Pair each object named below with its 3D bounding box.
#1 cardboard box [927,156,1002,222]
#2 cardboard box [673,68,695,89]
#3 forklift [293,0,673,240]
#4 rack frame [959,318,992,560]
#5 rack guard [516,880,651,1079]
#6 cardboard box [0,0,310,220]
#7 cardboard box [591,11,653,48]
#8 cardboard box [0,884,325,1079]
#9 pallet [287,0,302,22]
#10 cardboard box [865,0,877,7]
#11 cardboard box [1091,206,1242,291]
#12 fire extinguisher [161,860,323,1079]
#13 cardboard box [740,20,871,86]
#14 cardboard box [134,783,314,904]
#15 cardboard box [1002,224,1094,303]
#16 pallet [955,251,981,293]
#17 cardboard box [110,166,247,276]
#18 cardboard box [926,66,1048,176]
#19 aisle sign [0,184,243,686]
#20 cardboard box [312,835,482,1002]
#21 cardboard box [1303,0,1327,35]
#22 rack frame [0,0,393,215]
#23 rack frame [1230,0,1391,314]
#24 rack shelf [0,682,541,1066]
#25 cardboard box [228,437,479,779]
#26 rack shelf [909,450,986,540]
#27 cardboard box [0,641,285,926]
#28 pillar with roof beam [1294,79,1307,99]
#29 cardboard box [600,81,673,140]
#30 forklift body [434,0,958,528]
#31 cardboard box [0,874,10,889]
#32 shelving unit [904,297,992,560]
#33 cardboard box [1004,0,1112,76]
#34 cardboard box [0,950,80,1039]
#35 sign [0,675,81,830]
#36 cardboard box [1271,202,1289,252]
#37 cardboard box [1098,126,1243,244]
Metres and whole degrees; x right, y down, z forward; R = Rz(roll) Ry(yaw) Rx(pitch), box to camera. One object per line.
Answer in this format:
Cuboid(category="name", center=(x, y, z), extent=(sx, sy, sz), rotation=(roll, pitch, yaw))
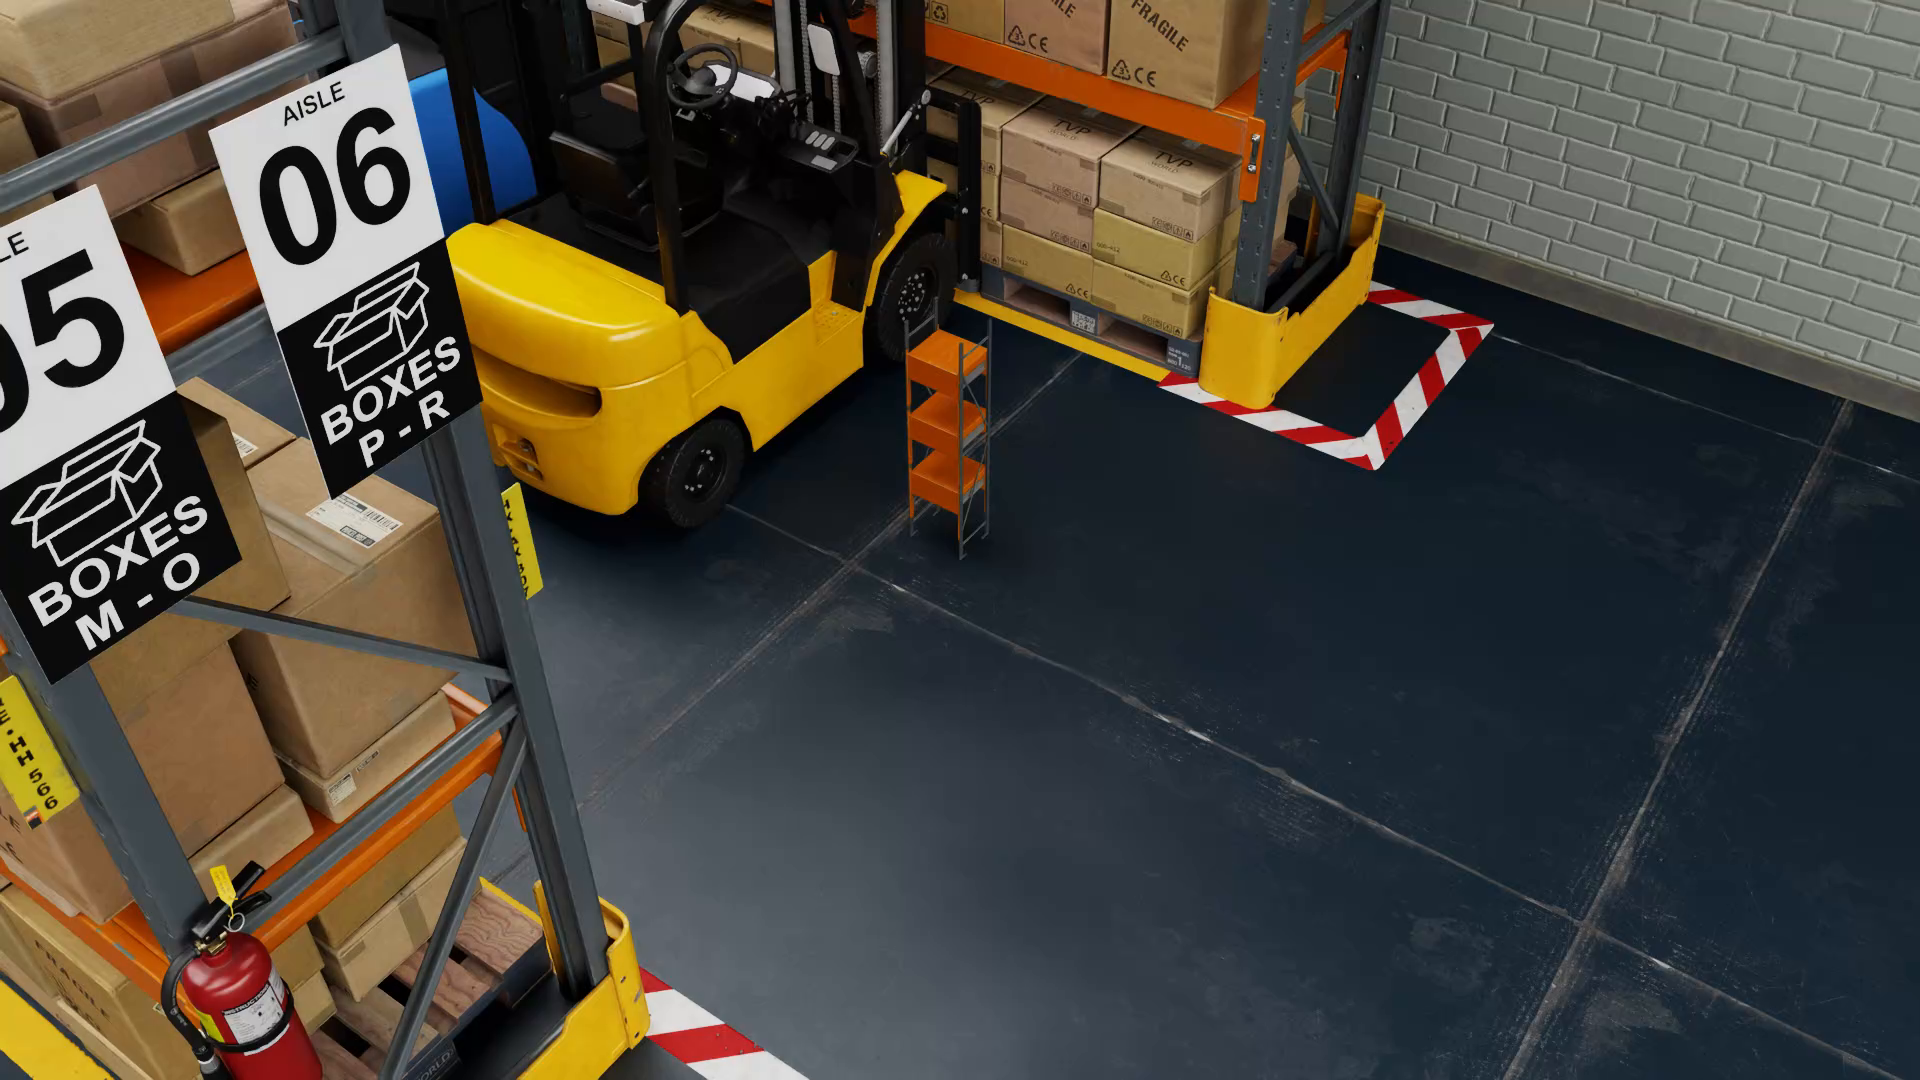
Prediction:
Cuboid(category="cardboard box", center=(0.093, -1.793, 7.876), extent=(0.500, 0.250, 0.500), rotation=(24, 47, 24))
Cuboid(category="cardboard box", center=(-1.132, -2.379, 8.531), extent=(0.500, 0.250, 0.500), rotation=(25, 47, 25))
Cuboid(category="forklift", center=(-2.145, -3.016, 7.923), extent=(1.130, 2.935, 3.031), rotation=(32, 51, 30))
Cuboid(category="rack frame", center=(0.056, -0.365, 6.371), extent=(0.008, 1.050, 0.200), rotation=(25, 48, 25))
Cuboid(category="rack guard", center=(-1.399, 1.539, 4.655), extent=(0.348, 0.500, 1.175), rotation=(25, 48, 25))
Cuboid(category="cardboard box", center=(-1.595, -0.874, 3.117), extent=(0.500, 0.250, 0.500), rotation=(24, 47, 25))
Cuboid(category="cardboard box", center=(-1.548, -2.754, 8.576), extent=(0.500, 0.250, 0.500), rotation=(24, 47, 25))
Cuboid(category="cardboard box", center=(-2.142, 1.061, 4.499), extent=(0.500, 0.500, 0.500), rotation=(25, 48, 26))
Cuboid(category="pallet", center=(-3.393, -3.294, 10.273), extent=(1.213, 0.211, 1.003), rotation=(25, 48, 25))
Cuboid(category="cardboard box", center=(-0.300, -2.743, 7.491), extent=(0.500, 0.500, 0.500), rotation=(25, 48, 26))
Cuboid(category="cardboard box", center=(0.933, -1.408, 7.447), extent=(0.500, 0.250, 0.500), rotation=(24, 47, 25))
Cuboid(category="fire extinguisher", center=(-1.507, 0.961, 3.485), extent=(0.183, 0.674, 0.296), rotation=(25, 48, 25))
Cuboid(category="cardboard box", center=(-0.722, -2.368, 8.145), extent=(0.500, 0.250, 0.500), rotation=(27, 48, 27))
Cuboid(category="cardboard box", center=(-1.765, 0.704, 3.902), extent=(0.250, 0.149, 0.380), rotation=(27, 48, 27))
Cuboid(category="cardboard box", center=(0.543, -1.409, 7.823), extent=(0.500, 0.250, 0.500), rotation=(25, 48, 25))
Cuboid(category="pallet", center=(-0.134, -1.773, 8.573), extent=(1.213, 0.211, 1.003), rotation=(25, 48, 25))
Cuboid(category="cardboard box", center=(-1.422, -0.692, 3.212), extent=(0.250, 0.149, 0.380), rotation=(25, 48, 25))
Cuboid(category="cardboard box", center=(0.114, -1.965, 7.694), extent=(0.500, 0.250, 0.500), rotation=(26, 48, 26))
Cuboid(category="aisle sign", center=(-1.452, -0.150, 2.719), extent=(0.004, 0.787, 0.394), rotation=(25, 48, 25))
Cuboid(category="cardboard box", center=(-1.838, 1.045, 5.080), extent=(0.500, 0.250, 0.500), rotation=(25, 47, 25))
Cuboid(category="cardboard box", center=(1.264, -2.453, 7.167), extent=(0.500, 0.500, 0.500), rotation=(27, 48, 27))
Cuboid(category="rack frame", center=(-1.336, -1.599, 1.788), extent=(0.127, 3.000, 1.000), rotation=(25, 48, 25))
Cuboid(category="rack frame", center=(1.511, -2.075, 6.819), extent=(0.127, 3.000, 1.000), rotation=(25, 48, 25))
Cuboid(category="rack shelf", center=(-2.974, 0.139, 4.885), extent=(4.000, 0.370, 1.077), rotation=(25, 48, 25))
Cuboid(category="cardboard box", center=(-1.565, 0.156, 4.028), extent=(0.500, 0.500, 0.500), rotation=(24, 47, 25))
Cuboid(category="rack shelf", center=(-0.044, -0.197, 6.615), extent=(0.240, 0.259, 0.215), rotation=(25, 48, 25))
Cuboid(category="cardboard box", center=(-1.939, 0.431, 3.721), extent=(0.500, 0.500, 0.500), rotation=(24, 47, 25))
Cuboid(category="pillar with roof beam", center=(-1.014, -2.719, 3.040), extent=(0.400, 9.000, 9.100), rotation=(25, 48, 25))
Cuboid(category="cardboard box", center=(-1.558, -2.372, 8.898), extent=(0.500, 0.250, 0.500), rotation=(26, 48, 26))
Cuboid(category="forklift body", center=(-1.089, -1.488, 6.800), extent=(1.214, 2.155, 2.313), rotation=(25, 48, 25))
Cuboid(category="cardboard box", center=(-2.481, 0.715, 4.399), extent=(0.250, 0.149, 0.380), rotation=(26, 48, 26))
Cuboid(category="shelving unit", center=(-0.044, -0.412, 6.423), extent=(0.252, 1.050, 0.215), rotation=(25, 48, 25))
Cuboid(category="cardboard box", center=(0.537, -2.361, 7.064), extent=(0.500, 0.500, 0.500), rotation=(27, 48, 27))
Cuboid(category="cardboard box", center=(-2.572, 1.140, 4.974), extent=(0.500, 0.250, 0.500), rotation=(25, 48, 25))
Cuboid(category="sign", center=(-1.672, 0.383, 2.967), extent=(0.005, 0.325, 0.100), rotation=(25, 48, 25))
Cuboid(category="cardboard box", center=(1.221, -1.501, 7.925), extent=(0.500, 0.250, 0.500), rotation=(25, 48, 25))
Cuboid(category="cardboard box", center=(0.955, -1.585, 7.269), extent=(0.500, 0.250, 0.500), rotation=(27, 48, 27))
